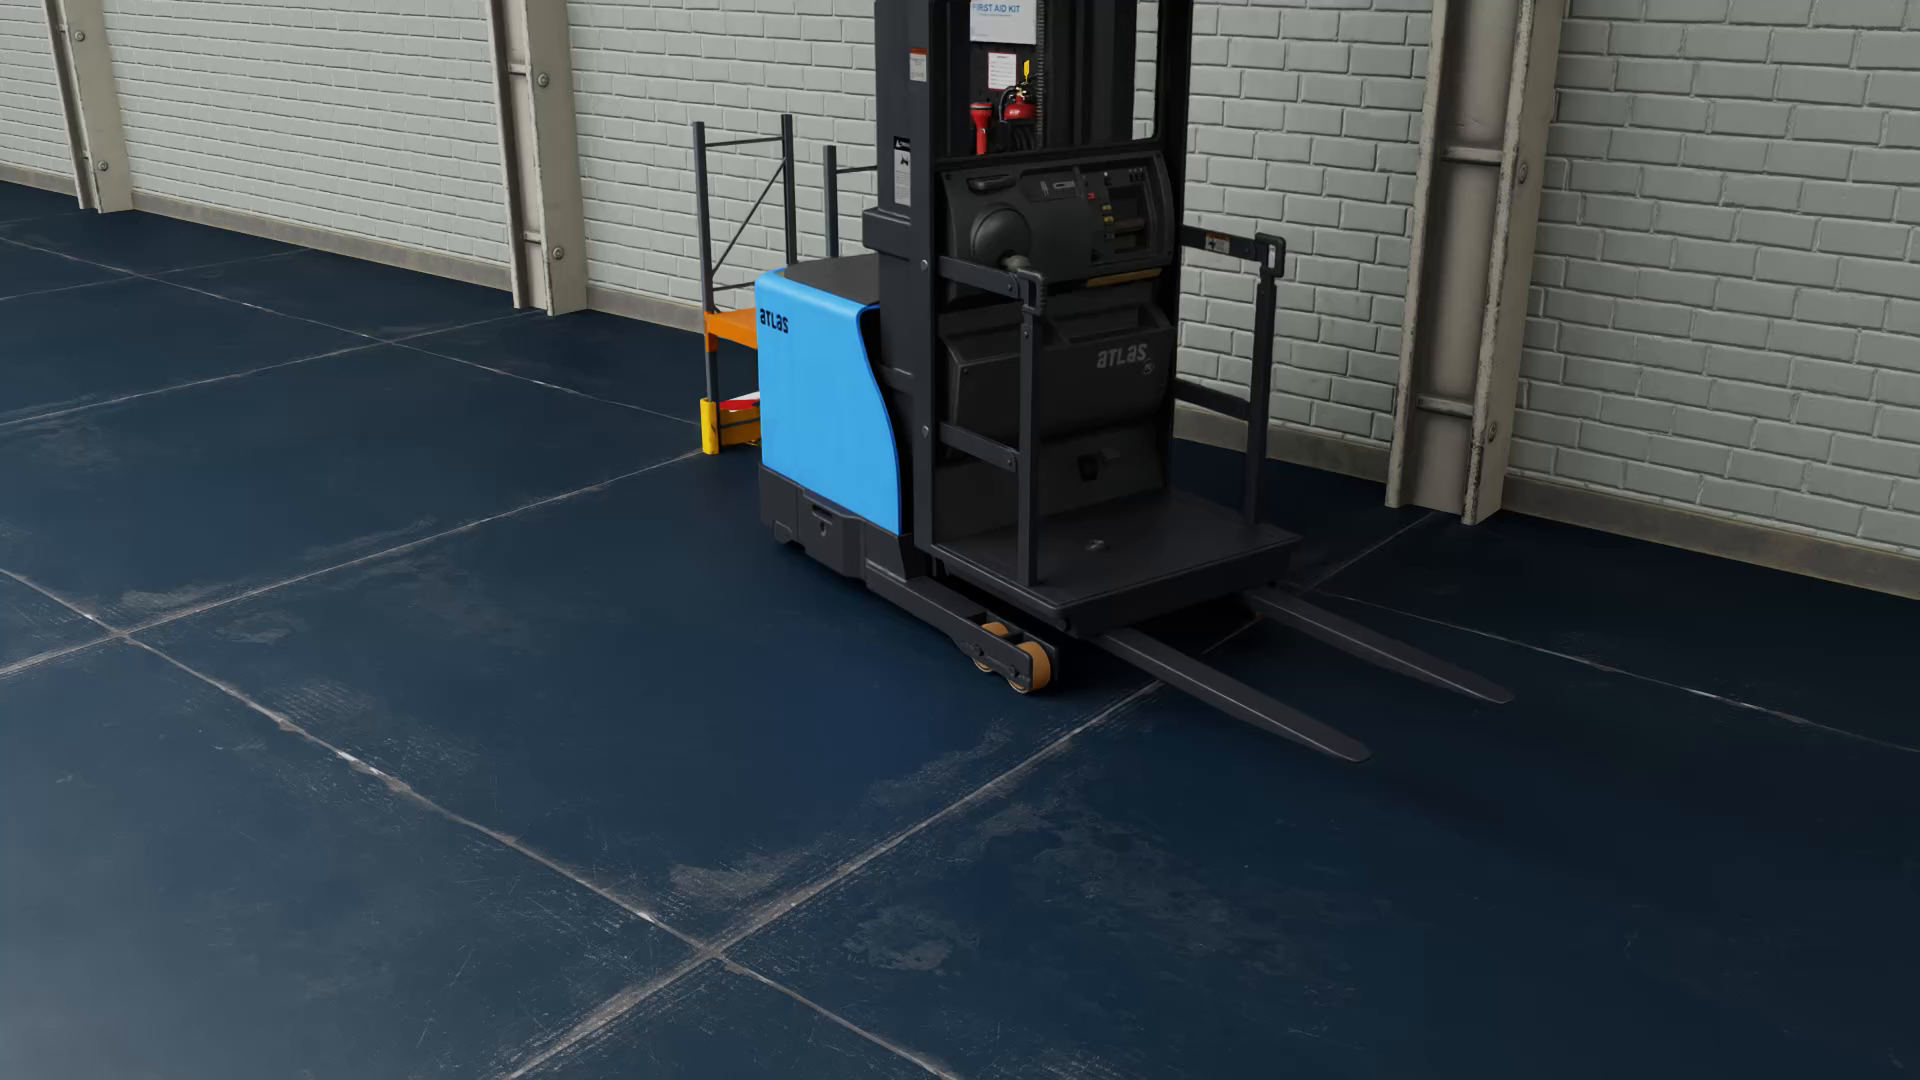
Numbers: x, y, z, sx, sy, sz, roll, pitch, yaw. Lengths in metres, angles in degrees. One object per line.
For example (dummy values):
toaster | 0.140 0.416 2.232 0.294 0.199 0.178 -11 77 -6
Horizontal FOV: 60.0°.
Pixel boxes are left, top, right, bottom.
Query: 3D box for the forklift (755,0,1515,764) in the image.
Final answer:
forklift | 0.462 -1.071 5.354 1.130 2.935 3.031 -14 25 -33

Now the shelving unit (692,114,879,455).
shelving unit | -0.643 -1.033 7.281 0.587 1.500 1.083 -16 26 -36

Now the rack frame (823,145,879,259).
rack frame | -0.333 -0.895 6.915 0.500 1.500 0.032 -16 26 -36

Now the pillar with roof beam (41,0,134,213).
pillar with roof beam | -9.968 -5.856 9.443 0.400 9.000 9.100 16 26 36

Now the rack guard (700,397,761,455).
rack guard | -0.952 -0.586 7.867 0.587 0.250 0.087 -16 26 -36

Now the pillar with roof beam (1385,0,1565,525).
pillar with roof beam | -0.671 -3.179 2.344 0.400 9.000 9.100 16 26 36

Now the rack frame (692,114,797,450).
rack frame | -0.964 -1.176 7.661 0.500 1.500 0.032 -16 26 -36

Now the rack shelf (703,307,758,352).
rack shelf | -0.649 -0.867 7.351 0.538 0.185 1.000 -16 26 -36

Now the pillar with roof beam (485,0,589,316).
pillar with roof beam | -5.319 -4.517 5.894 0.400 9.000 9.100 16 26 36

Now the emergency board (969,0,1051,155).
emergency board | 0.161 -2.110 8.013 0.643 1.169 0.194 16 26 36
